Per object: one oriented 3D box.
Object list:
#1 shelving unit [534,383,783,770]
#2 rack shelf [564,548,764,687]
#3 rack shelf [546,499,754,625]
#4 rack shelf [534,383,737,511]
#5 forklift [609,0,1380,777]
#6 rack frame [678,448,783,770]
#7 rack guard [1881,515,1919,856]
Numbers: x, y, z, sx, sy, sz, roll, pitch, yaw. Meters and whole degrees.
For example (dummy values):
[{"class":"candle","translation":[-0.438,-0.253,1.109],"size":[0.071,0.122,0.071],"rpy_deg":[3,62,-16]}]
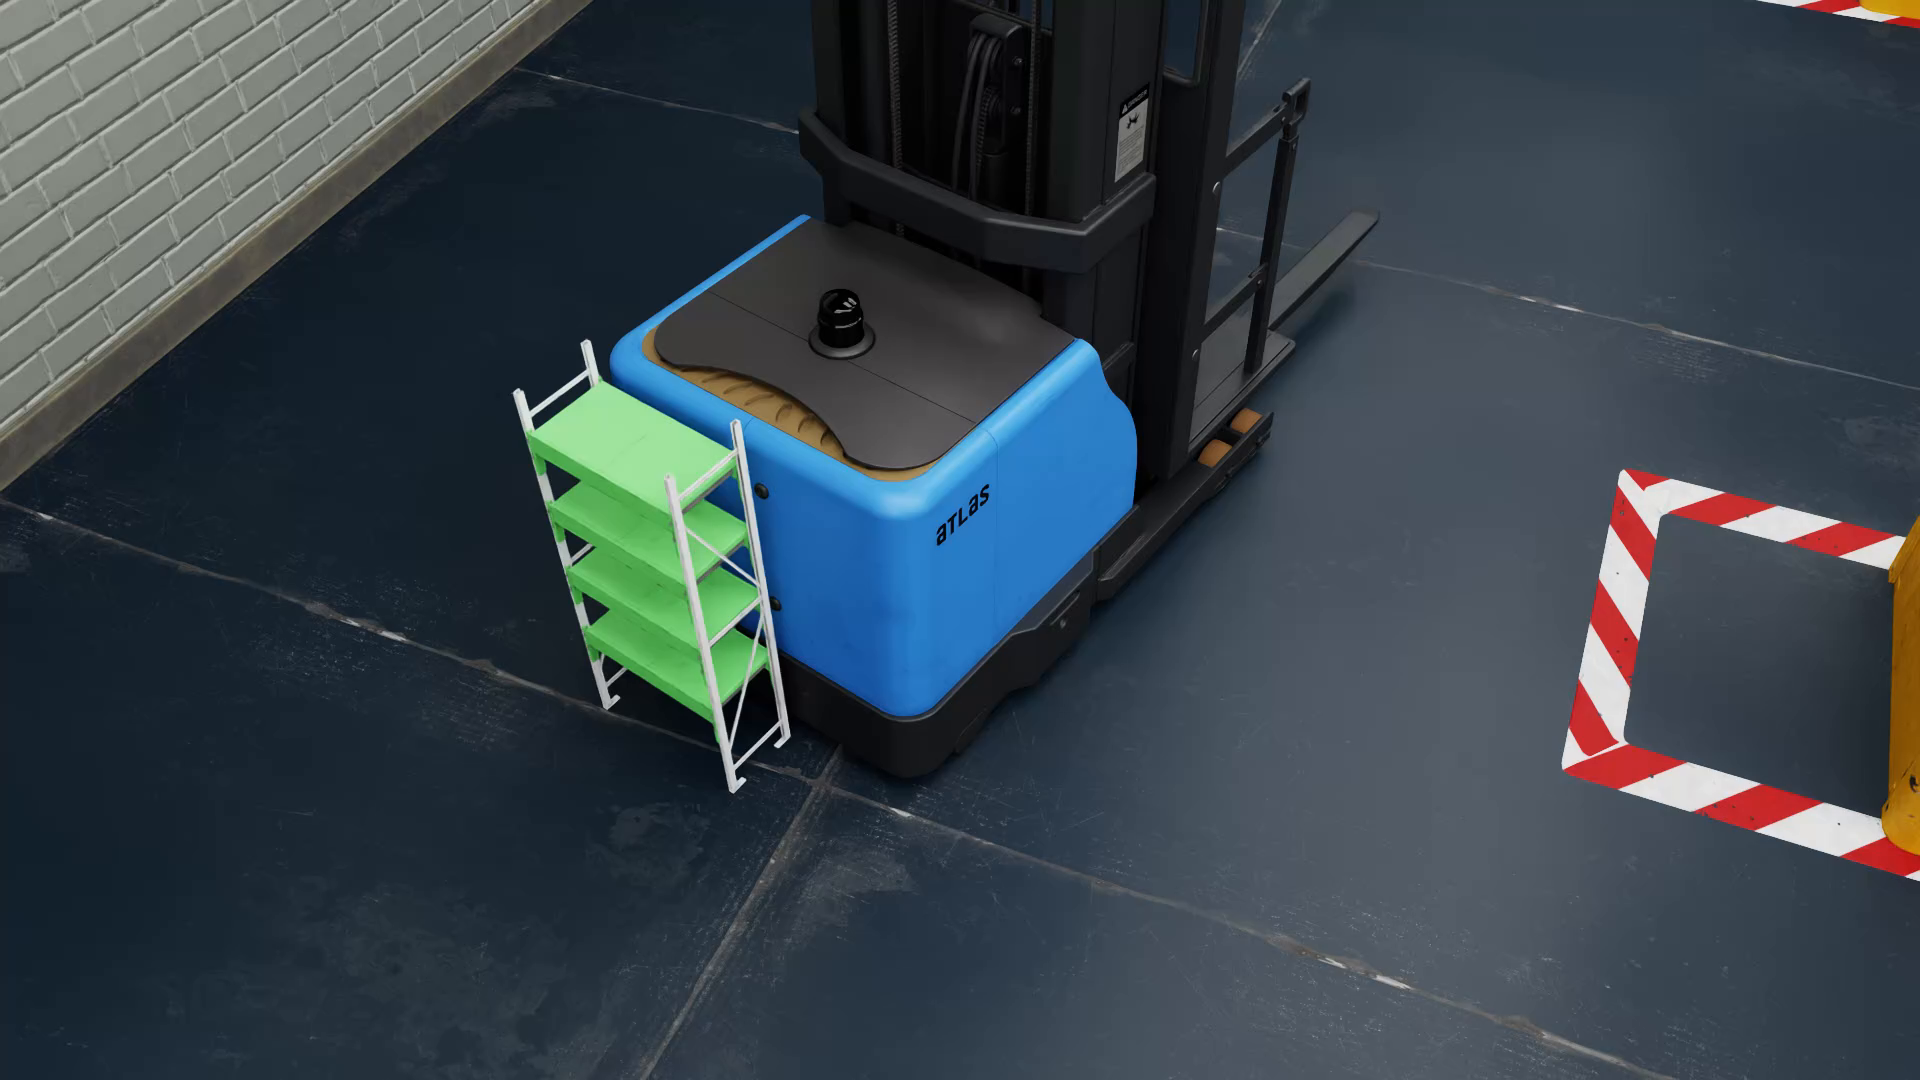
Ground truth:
[{"class":"shelving unit","translation":[-0.759,0.106,4.286],"size":[0.487,1.046,0.258],"rpy_deg":[28,53,25]},{"class":"rack shelf","translation":[-0.761,0.148,4.334],"size":[0.480,0.148,0.258],"rpy_deg":[28,53,25]},{"class":"rack shelf","translation":[-0.766,-0.017,4.160],"size":[0.480,0.148,0.258],"rpy_deg":[28,53,25]},{"class":"rack shelf","translation":[-0.773,-0.219,3.947],"size":[0.457,0.021,0.221],"rpy_deg":[28,53,25]},{"class":"forklift","translation":[0.376,-1.389,4.568],"size":[1.130,2.935,3.031],"rpy_deg":[28,51,25]},{"class":"rack frame","translation":[-0.567,0.208,4.184],"size":[0.006,1.046,0.228],"rpy_deg":[28,53,25]},{"class":"rack guard","translation":[2.841,0.299,4.595],"size":[0.348,0.500,1.175],"rpy_deg":[16,47,16]}]
